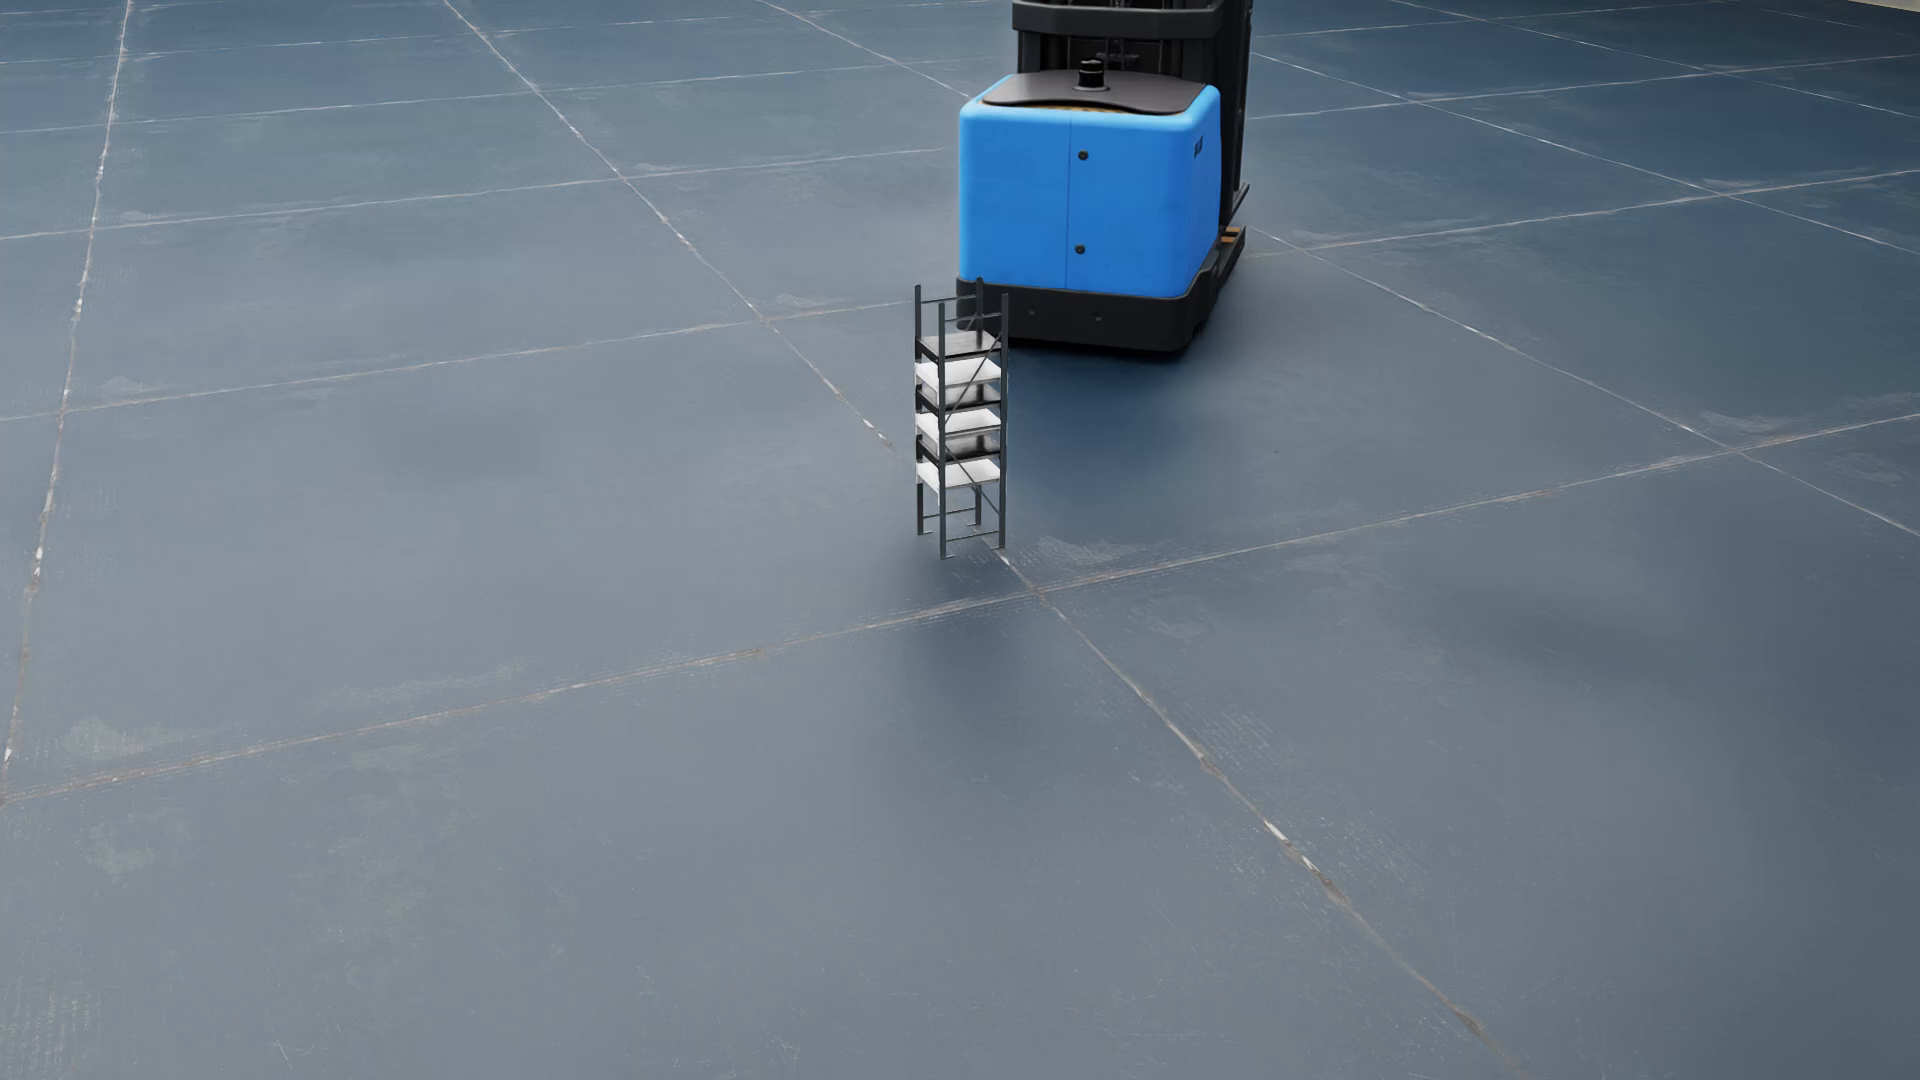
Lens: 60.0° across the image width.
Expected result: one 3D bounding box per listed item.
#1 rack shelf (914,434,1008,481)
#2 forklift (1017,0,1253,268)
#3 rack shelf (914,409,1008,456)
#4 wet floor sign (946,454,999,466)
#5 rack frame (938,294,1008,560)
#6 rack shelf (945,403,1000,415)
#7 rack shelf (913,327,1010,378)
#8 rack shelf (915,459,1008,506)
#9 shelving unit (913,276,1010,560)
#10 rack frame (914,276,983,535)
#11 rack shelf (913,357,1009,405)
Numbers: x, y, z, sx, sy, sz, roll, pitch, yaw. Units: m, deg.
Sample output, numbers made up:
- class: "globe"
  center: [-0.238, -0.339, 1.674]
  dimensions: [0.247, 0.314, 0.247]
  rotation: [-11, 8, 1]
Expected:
- class: "rack shelf"
  center: [0.003, -0.290, 5.600]
  dimensions: [0.258, 0.077, 0.200]
  rotation: [-11, 28, -21]
- class: "forklift"
  center: [0.902, -2.758, 8.131]
  dimensions: [1.118, 2.867, 2.937]
  rotation: [7, 27, 15]
- class: "rack shelf"
  center: [0.003, -0.371, 5.560]
  dimensions: [0.258, 0.077, 0.200]
  rotation: [-11, 28, -21]
- class: "wet floor sign"
  center: [-4.111, 1.805, 1.317]
  dimensions: [8.976, 0.644, 9.326]
  rotation: [-1, 26, -3]
- class: "rack frame"
  center: [0.043, -0.360, 5.462]
  dimensions: [0.240, 0.900, 0.006]
  rotation: [-11, 28, -21]
- class: "rack shelf"
  center: [0.003, -0.465, 5.514]
  dimensions: [0.199, 0.015, 0.184]
  rotation: [-11, 28, -21]
- class: "rack shelf"
  center: [0.003, -0.614, 5.442]
  dimensions: [0.258, 0.077, 0.200]
  rotation: [-11, 28, -21]
- class: "rack shelf"
  center: [0.003, -0.209, 5.639]
  dimensions: [0.258, 0.077, 0.200]
  rotation: [-11, 28, -21]
- class: "shelving unit"
  center: [0.003, -0.401, 5.546]
  dimensions: [0.258, 0.900, 0.210]
  rotation: [-11, 28, -21]
- class: "rack frame"
  center: [-0.037, -0.442, 5.630]
  dimensions: [0.240, 0.900, 0.006]
  rotation: [-11, 28, -21]
- class: "rack shelf"
  center: [0.003, -0.533, 5.481]
  dimensions: [0.258, 0.077, 0.200]
  rotation: [-11, 28, -21]
